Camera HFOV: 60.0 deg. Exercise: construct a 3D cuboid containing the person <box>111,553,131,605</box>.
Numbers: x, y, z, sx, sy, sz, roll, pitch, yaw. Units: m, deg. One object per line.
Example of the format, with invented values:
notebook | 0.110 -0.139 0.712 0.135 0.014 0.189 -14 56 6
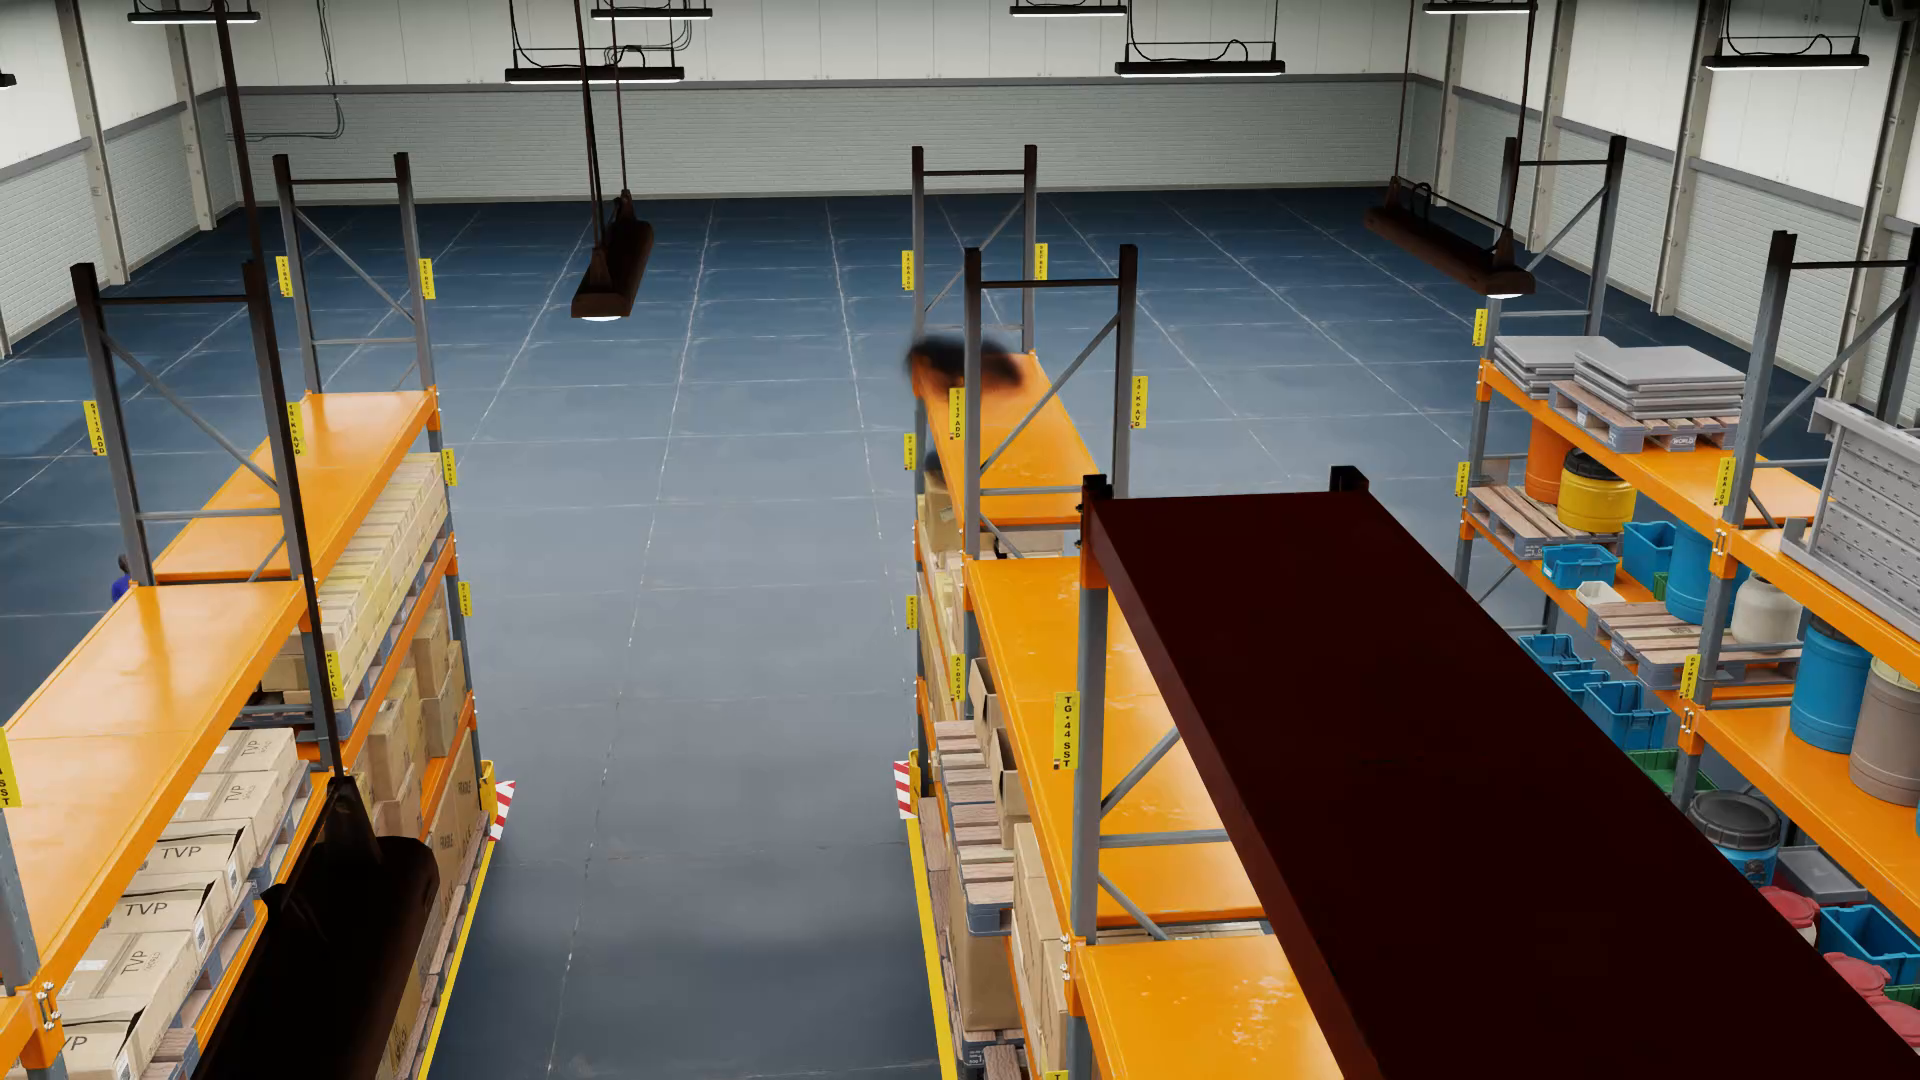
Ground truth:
person | -8.365 0.932 17.133 0.726 1.576 0.608 -5 22 -13
